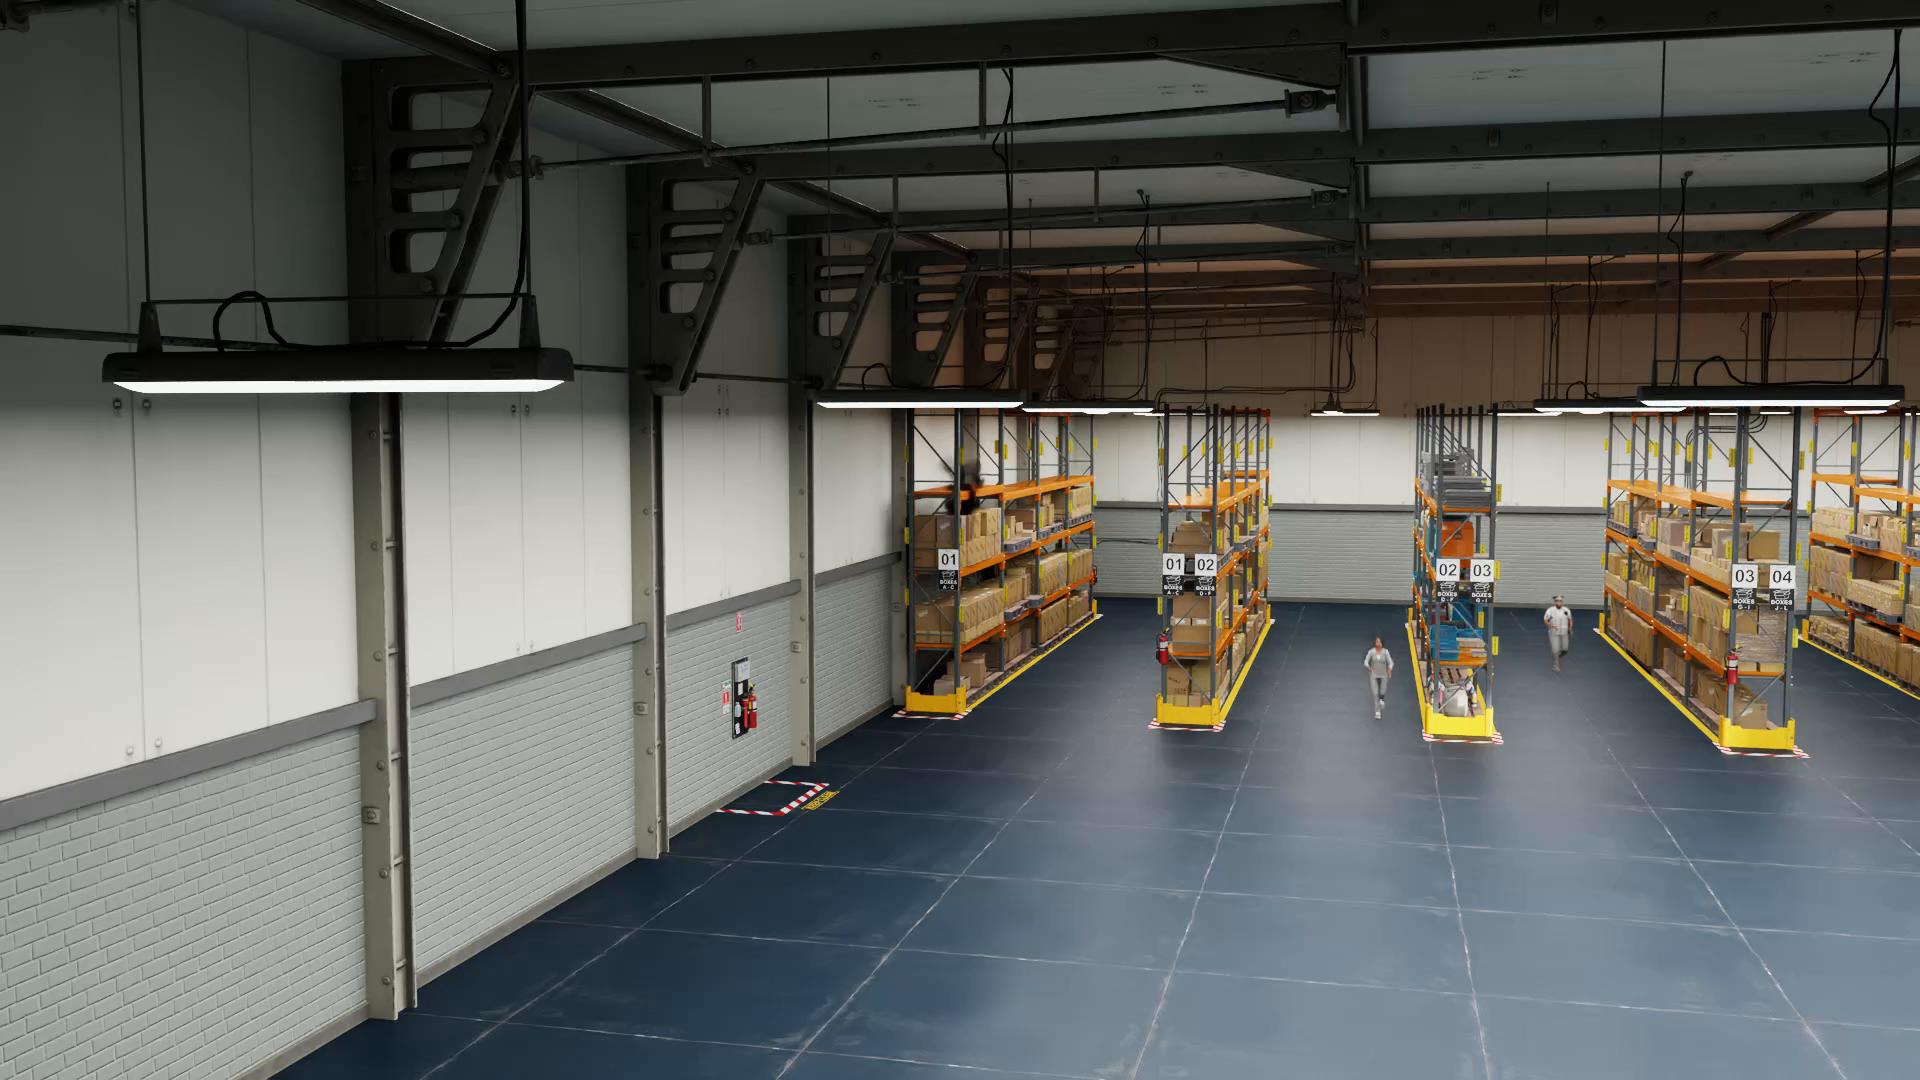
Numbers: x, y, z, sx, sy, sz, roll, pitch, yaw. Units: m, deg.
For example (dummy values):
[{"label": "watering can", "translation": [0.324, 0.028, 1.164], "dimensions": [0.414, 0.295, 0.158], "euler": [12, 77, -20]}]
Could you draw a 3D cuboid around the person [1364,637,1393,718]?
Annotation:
[{"label": "person", "translation": [8.028, 2.642, 31.906], "dimensions": [0.539, 1.539, 0.546], "euler": [1, 4, 14]}]

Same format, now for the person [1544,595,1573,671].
[{"label": "person", "translation": [13.608, 2.109, 37.777], "dimensions": [0.660, 1.743, 0.595], "euler": [0, 4, 6]}]
